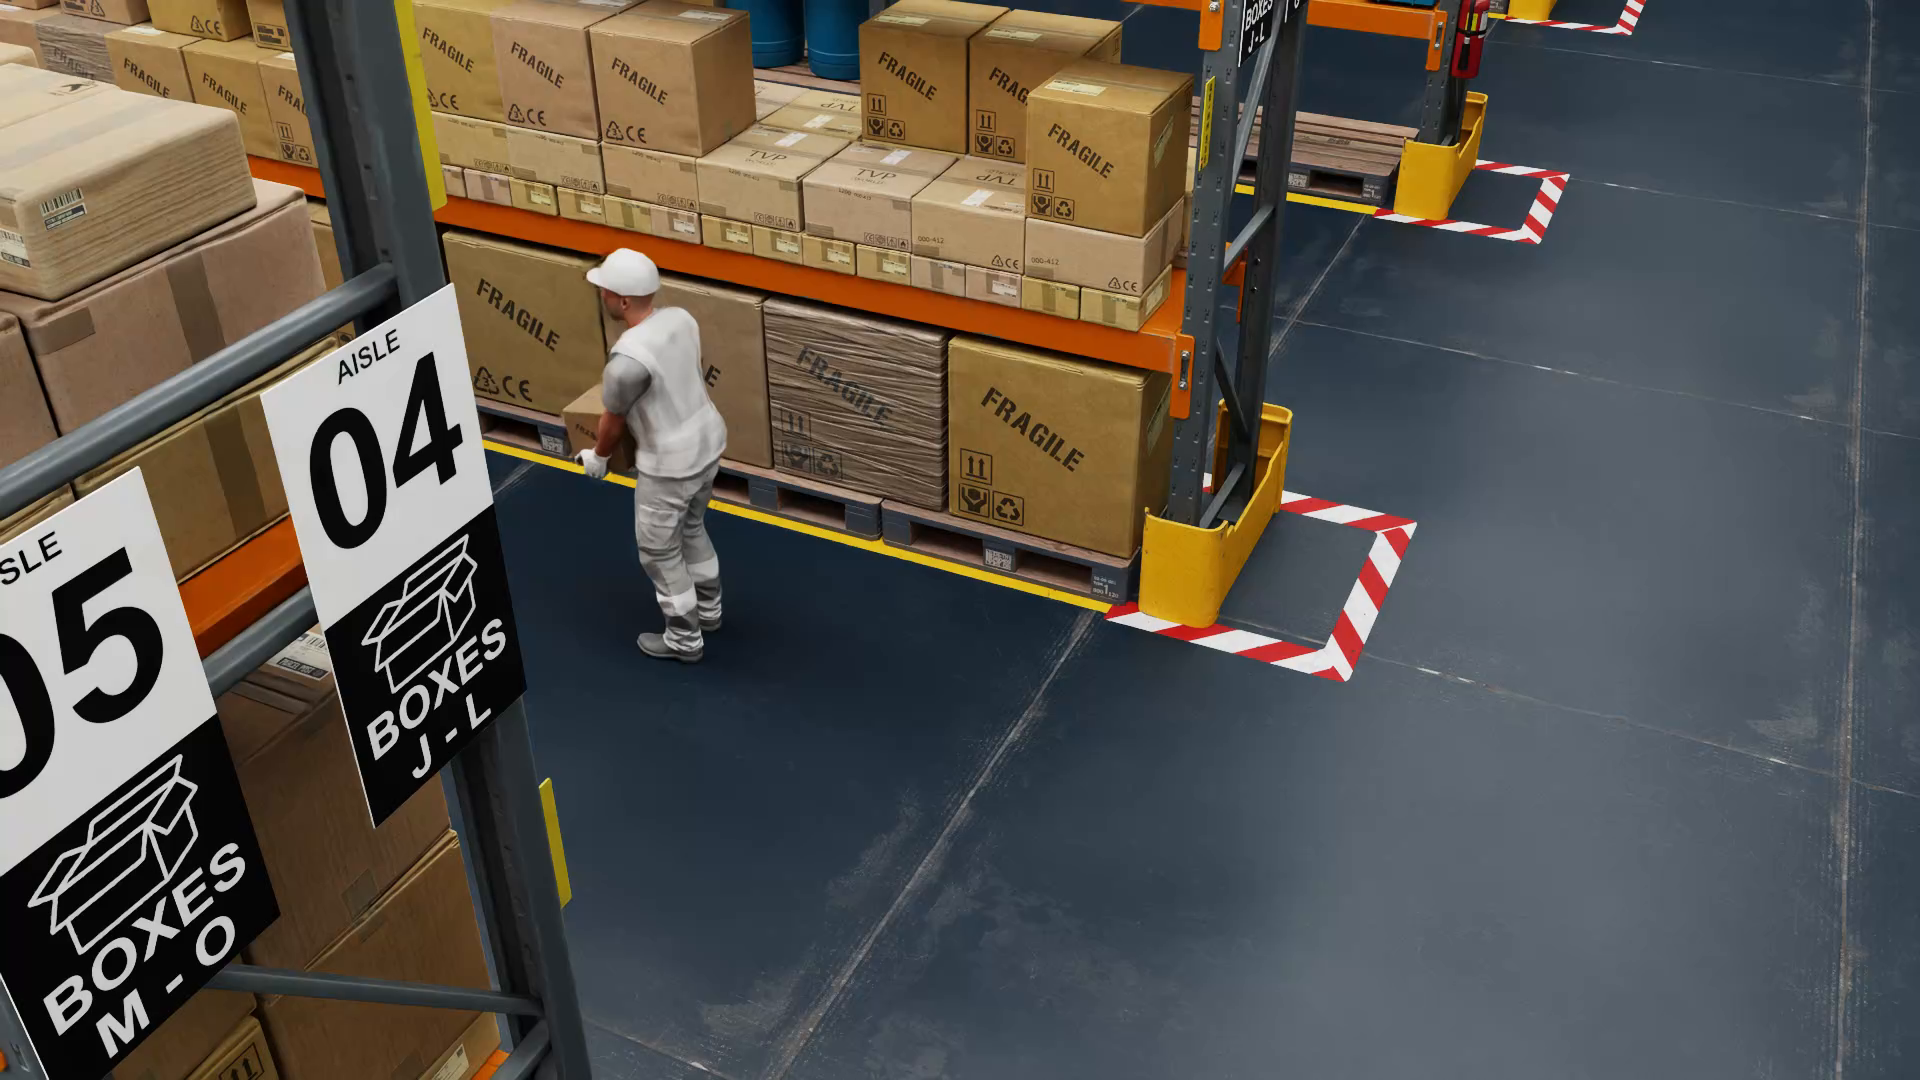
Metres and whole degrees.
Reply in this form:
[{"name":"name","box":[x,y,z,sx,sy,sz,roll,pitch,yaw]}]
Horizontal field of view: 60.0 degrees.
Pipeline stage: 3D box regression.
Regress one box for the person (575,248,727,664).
[{"name":"person","box":[-1.228,-0.332,6.637,0.574,1.770,0.493,14,36,20]}]
